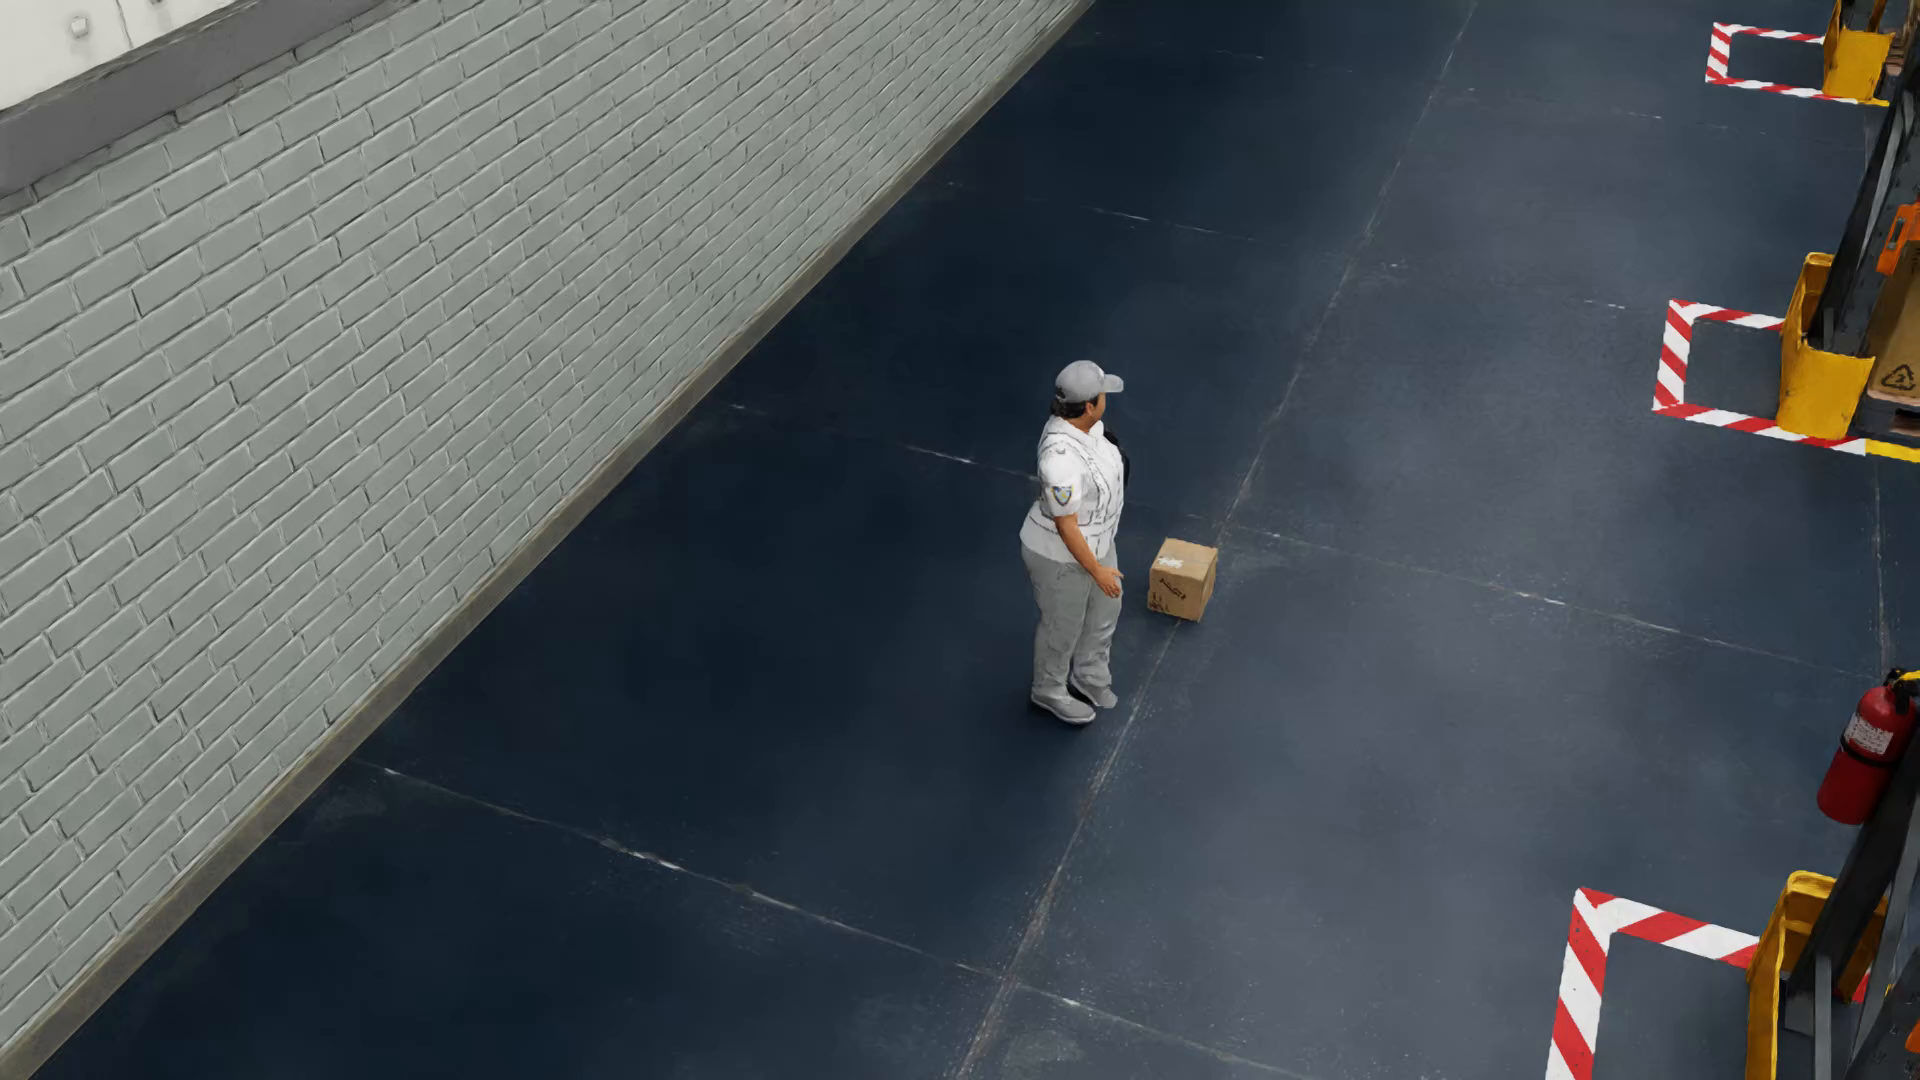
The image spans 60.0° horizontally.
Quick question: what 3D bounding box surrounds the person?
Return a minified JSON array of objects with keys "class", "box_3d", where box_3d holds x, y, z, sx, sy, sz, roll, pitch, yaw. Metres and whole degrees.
[{"class":"person","box_3d":[0.492,0.057,6.783,0.468,1.762,0.502,14,40,17]}]
